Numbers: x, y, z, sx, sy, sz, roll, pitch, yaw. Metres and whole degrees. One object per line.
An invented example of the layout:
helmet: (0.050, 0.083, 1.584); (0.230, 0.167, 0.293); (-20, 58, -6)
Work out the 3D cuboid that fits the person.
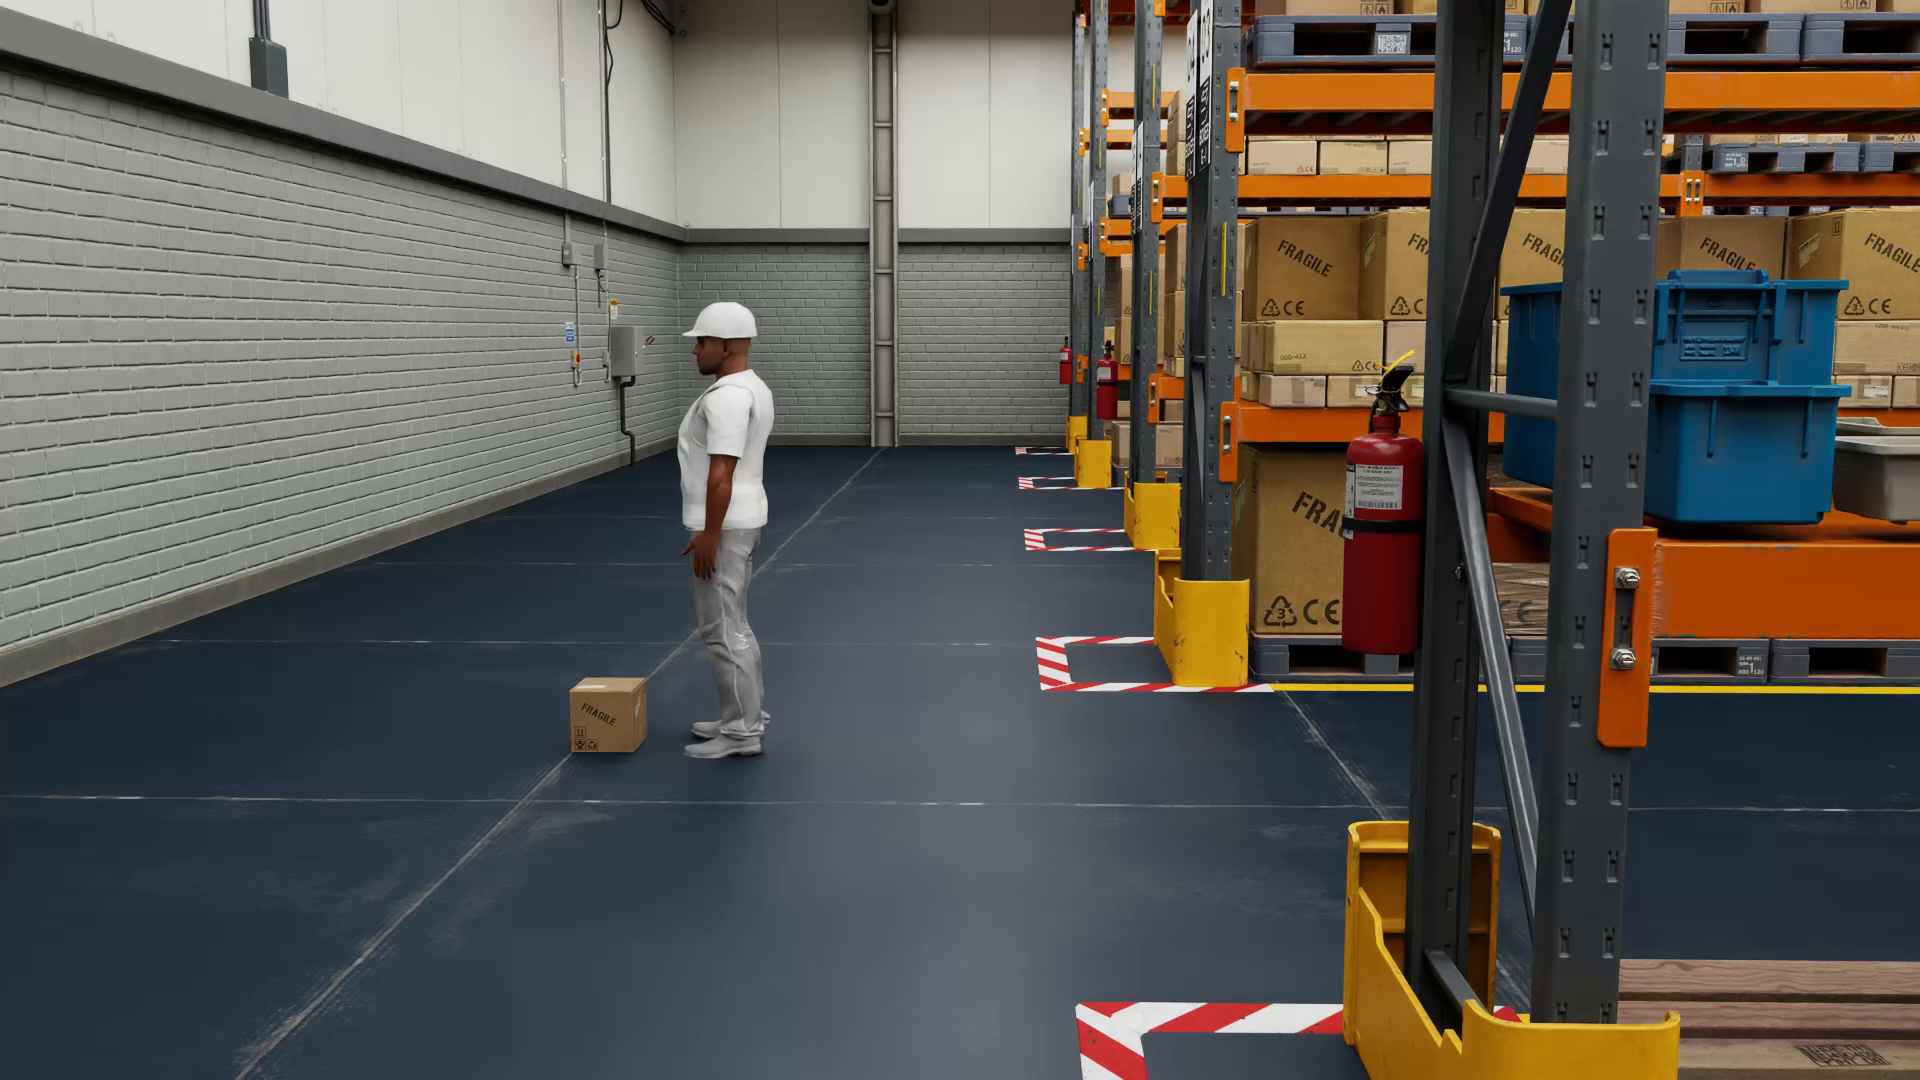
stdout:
person: (-0.927, -0.040, 6.553); (0.364, 1.776, 0.563); (0, 7, 3)
